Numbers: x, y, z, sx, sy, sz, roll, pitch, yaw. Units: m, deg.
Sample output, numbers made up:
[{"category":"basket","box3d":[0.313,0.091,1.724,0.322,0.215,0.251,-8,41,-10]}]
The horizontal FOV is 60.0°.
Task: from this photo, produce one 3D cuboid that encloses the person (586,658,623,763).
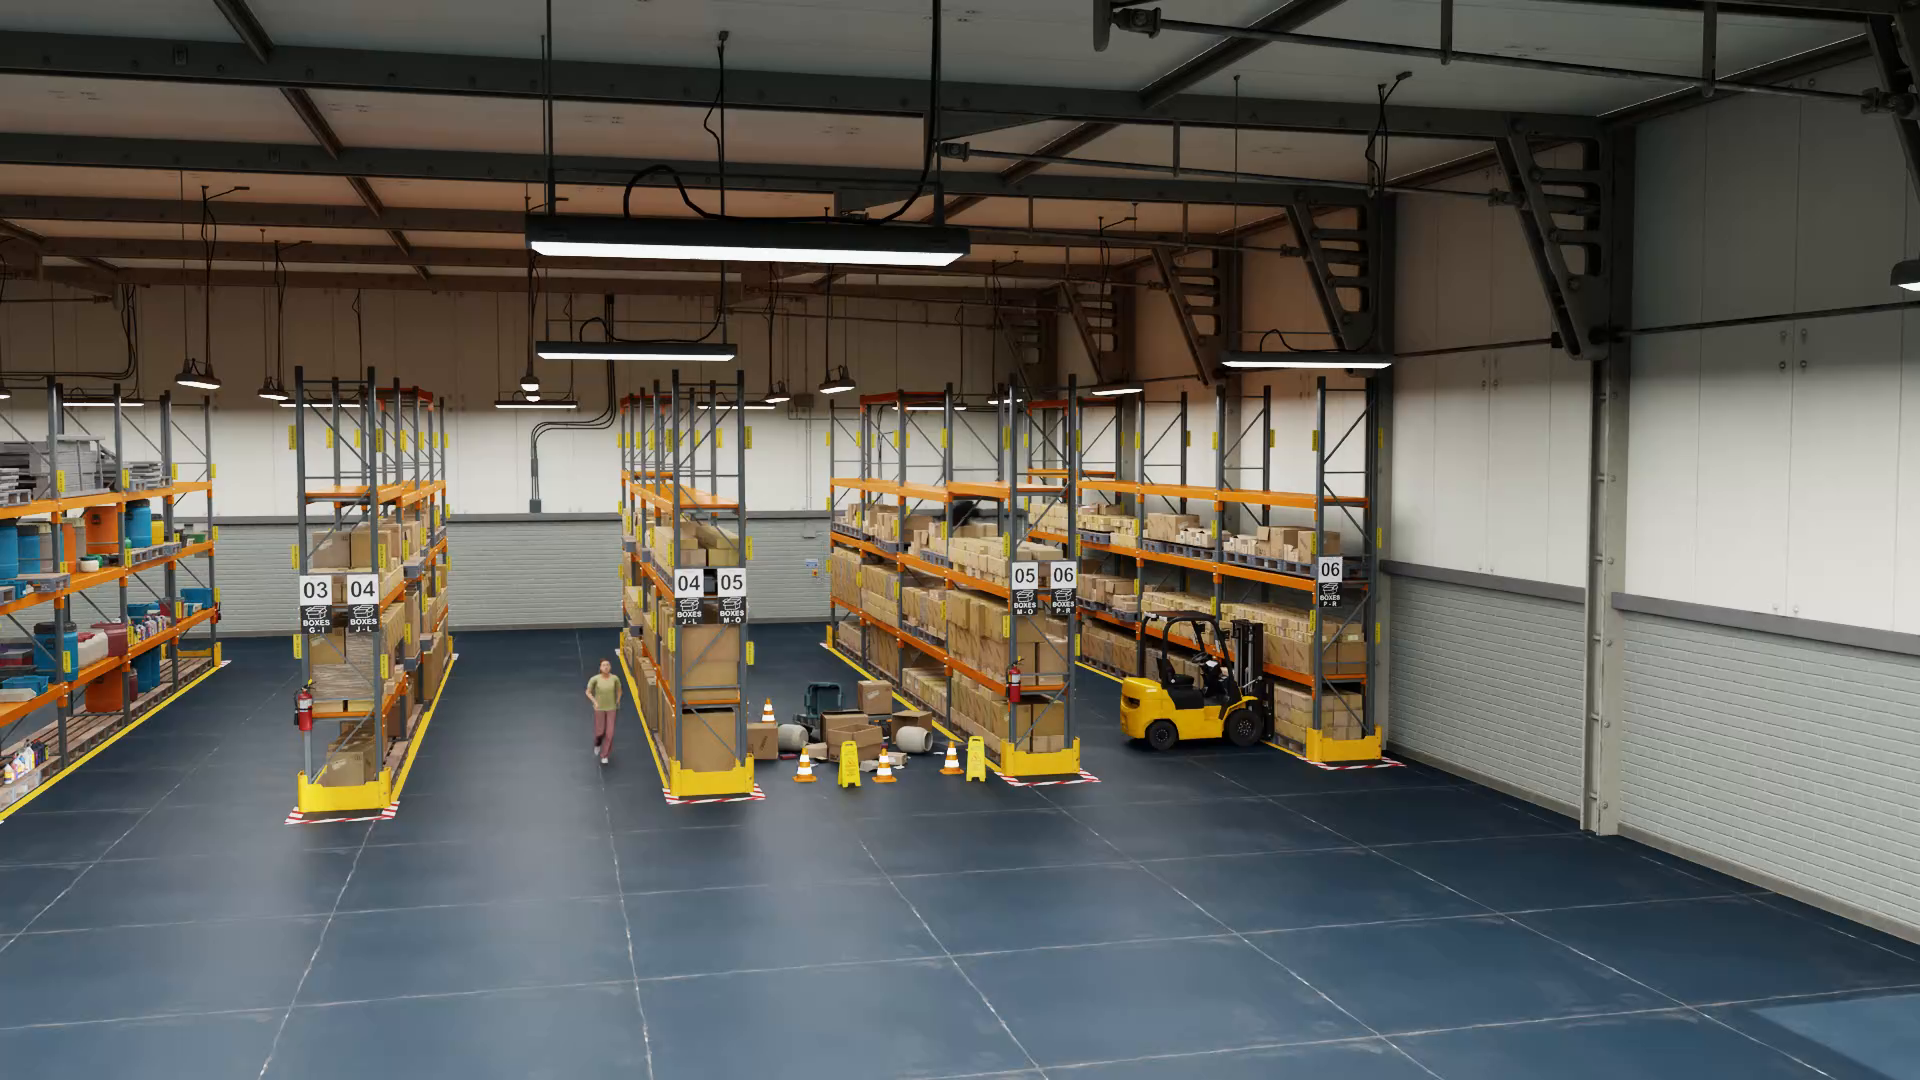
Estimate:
[{"category":"person","box3d":[-5.525,2.643,25.883,0.566,1.624,0.546,-1,4,-23]}]
